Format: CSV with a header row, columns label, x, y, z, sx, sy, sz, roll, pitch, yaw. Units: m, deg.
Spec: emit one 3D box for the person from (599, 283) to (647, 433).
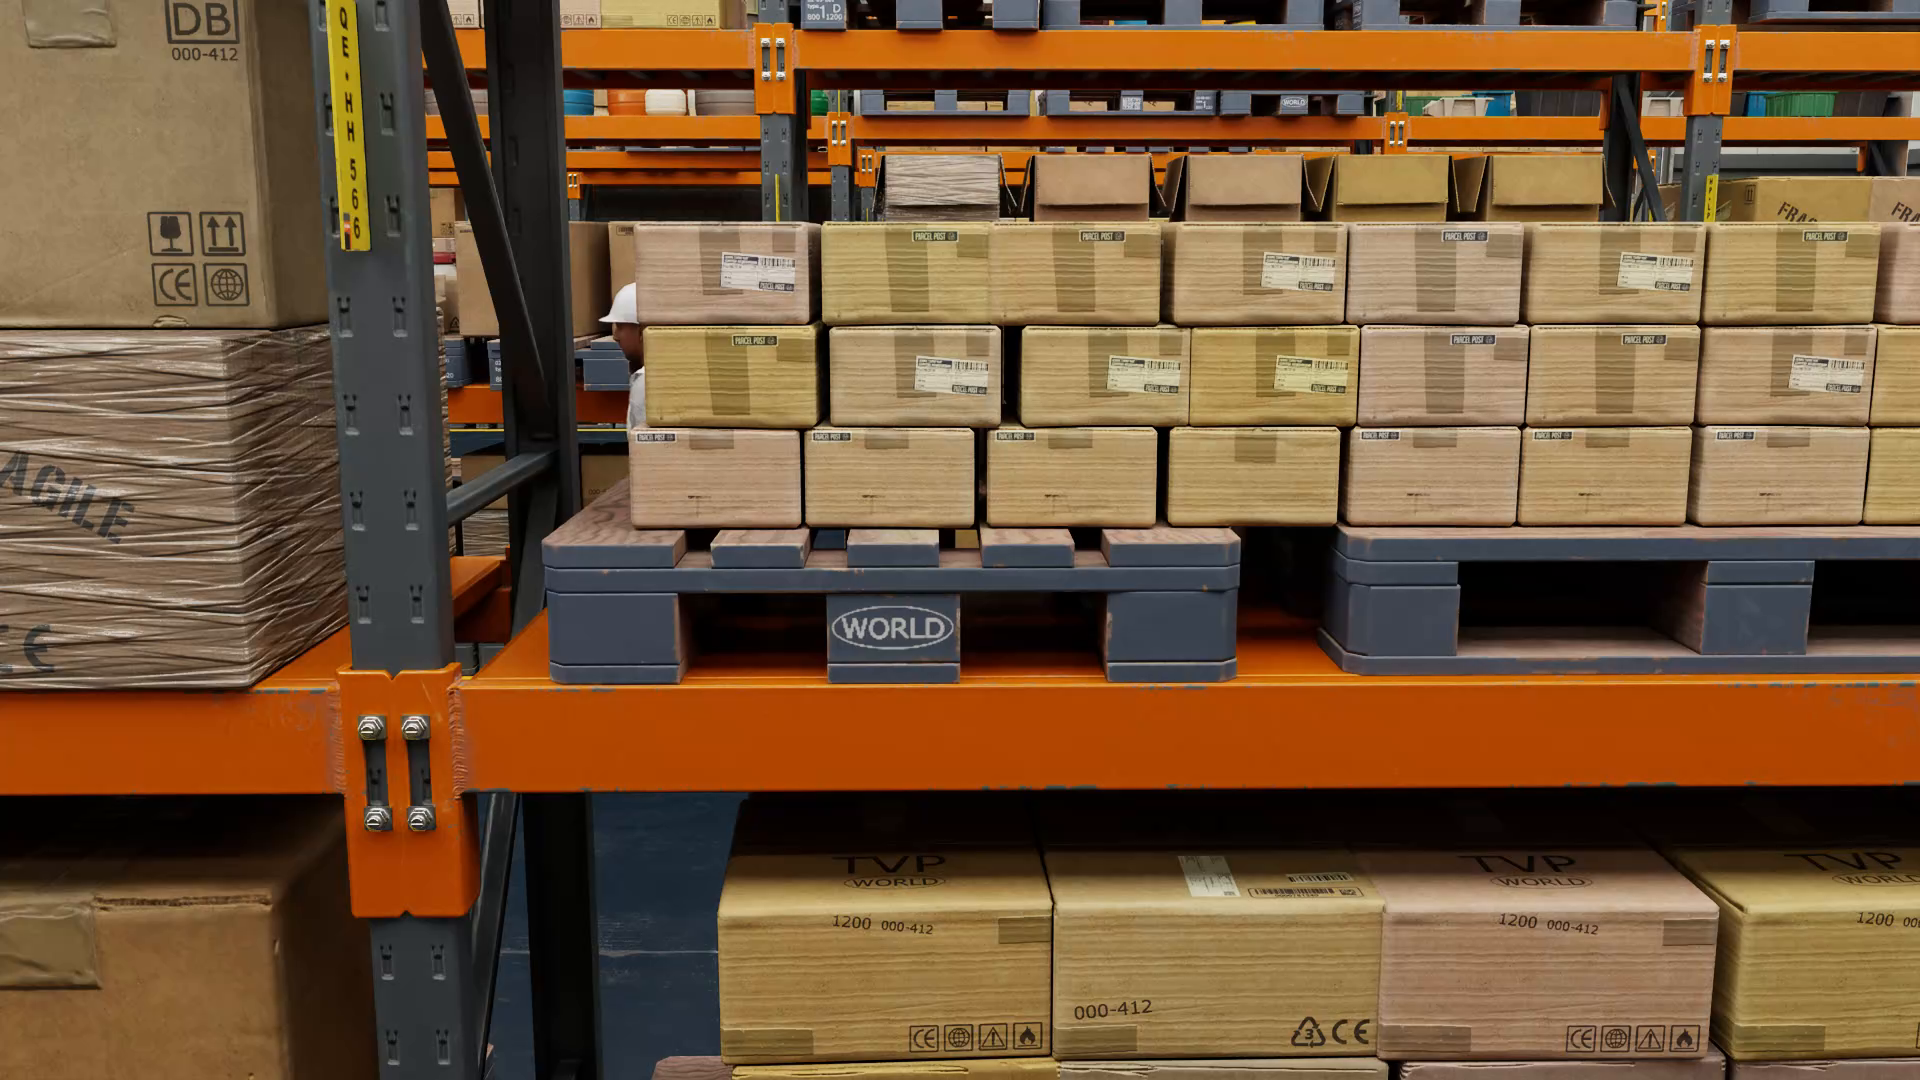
label,x,y,z,sx,sy,sz,roll,pitch,yaw
person,-1.124,-0.090,6.378,0.449,1.773,0.614,1,10,8
